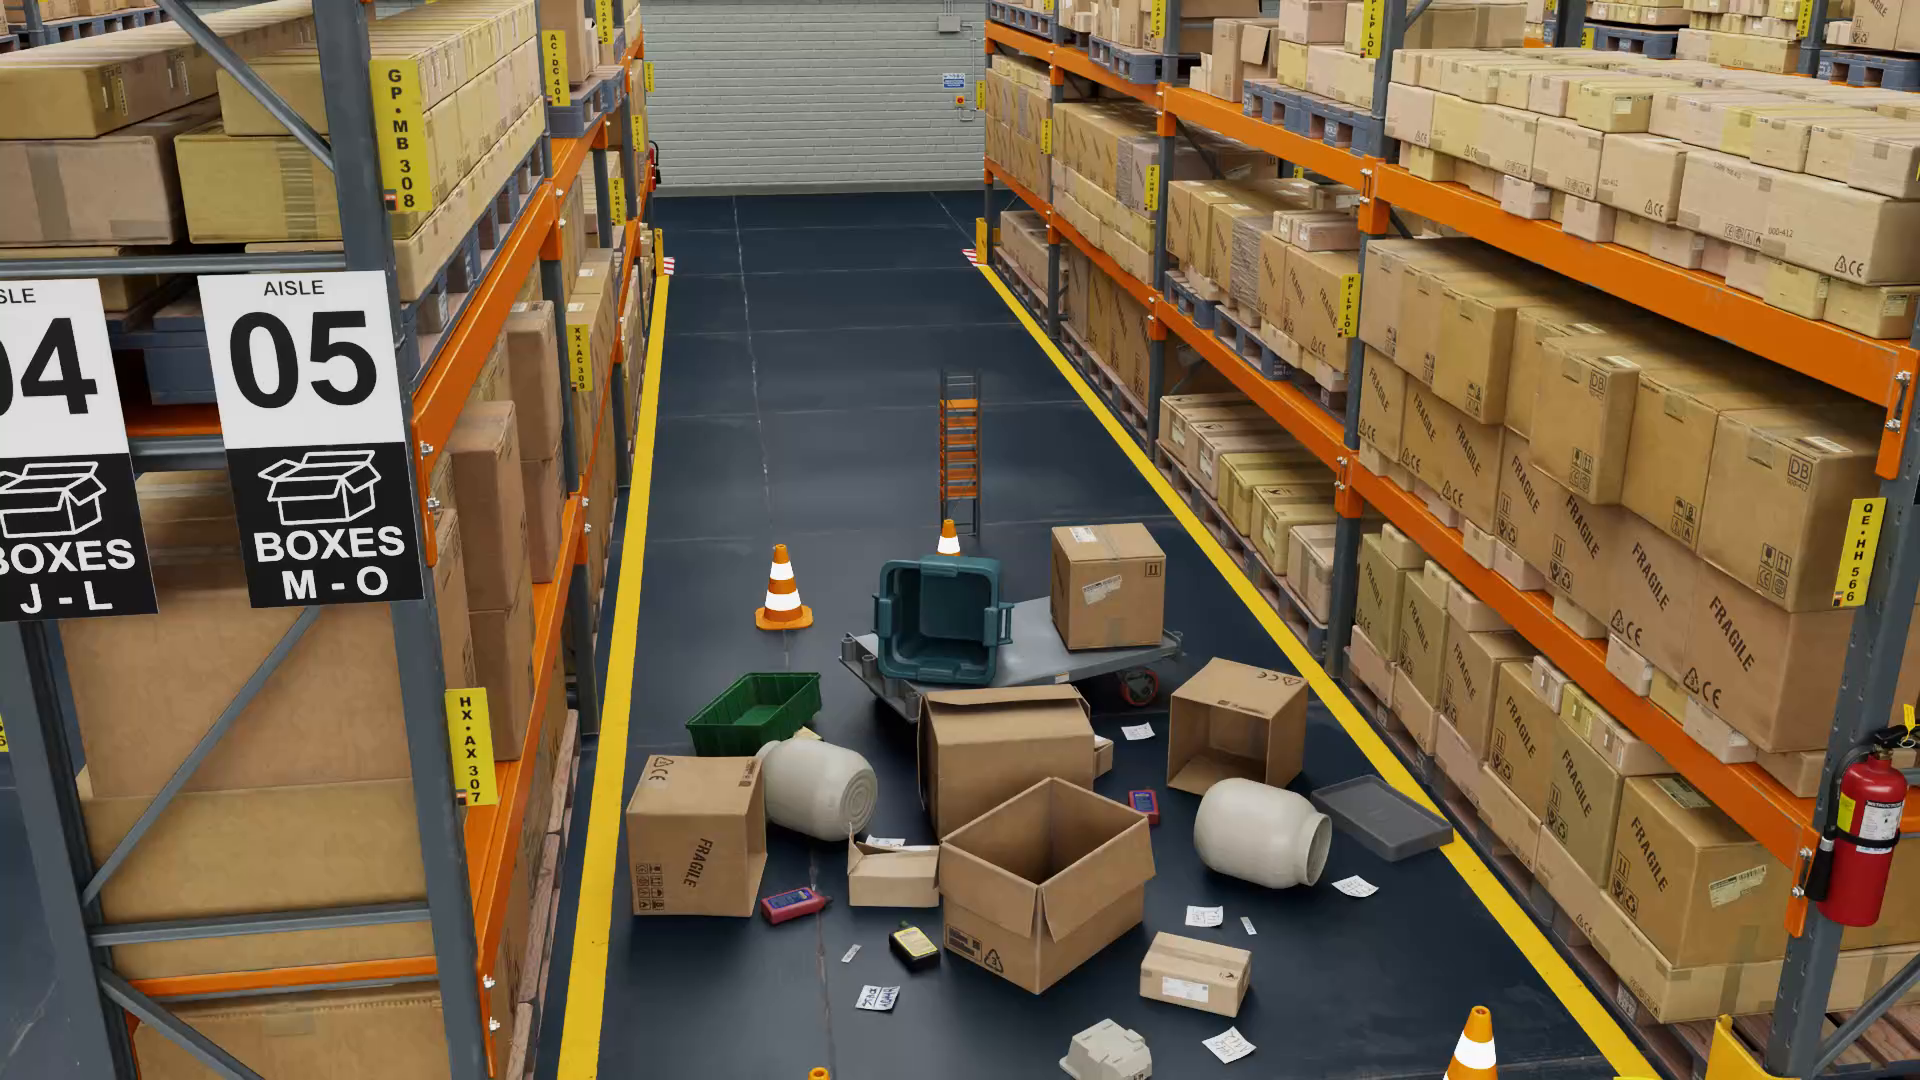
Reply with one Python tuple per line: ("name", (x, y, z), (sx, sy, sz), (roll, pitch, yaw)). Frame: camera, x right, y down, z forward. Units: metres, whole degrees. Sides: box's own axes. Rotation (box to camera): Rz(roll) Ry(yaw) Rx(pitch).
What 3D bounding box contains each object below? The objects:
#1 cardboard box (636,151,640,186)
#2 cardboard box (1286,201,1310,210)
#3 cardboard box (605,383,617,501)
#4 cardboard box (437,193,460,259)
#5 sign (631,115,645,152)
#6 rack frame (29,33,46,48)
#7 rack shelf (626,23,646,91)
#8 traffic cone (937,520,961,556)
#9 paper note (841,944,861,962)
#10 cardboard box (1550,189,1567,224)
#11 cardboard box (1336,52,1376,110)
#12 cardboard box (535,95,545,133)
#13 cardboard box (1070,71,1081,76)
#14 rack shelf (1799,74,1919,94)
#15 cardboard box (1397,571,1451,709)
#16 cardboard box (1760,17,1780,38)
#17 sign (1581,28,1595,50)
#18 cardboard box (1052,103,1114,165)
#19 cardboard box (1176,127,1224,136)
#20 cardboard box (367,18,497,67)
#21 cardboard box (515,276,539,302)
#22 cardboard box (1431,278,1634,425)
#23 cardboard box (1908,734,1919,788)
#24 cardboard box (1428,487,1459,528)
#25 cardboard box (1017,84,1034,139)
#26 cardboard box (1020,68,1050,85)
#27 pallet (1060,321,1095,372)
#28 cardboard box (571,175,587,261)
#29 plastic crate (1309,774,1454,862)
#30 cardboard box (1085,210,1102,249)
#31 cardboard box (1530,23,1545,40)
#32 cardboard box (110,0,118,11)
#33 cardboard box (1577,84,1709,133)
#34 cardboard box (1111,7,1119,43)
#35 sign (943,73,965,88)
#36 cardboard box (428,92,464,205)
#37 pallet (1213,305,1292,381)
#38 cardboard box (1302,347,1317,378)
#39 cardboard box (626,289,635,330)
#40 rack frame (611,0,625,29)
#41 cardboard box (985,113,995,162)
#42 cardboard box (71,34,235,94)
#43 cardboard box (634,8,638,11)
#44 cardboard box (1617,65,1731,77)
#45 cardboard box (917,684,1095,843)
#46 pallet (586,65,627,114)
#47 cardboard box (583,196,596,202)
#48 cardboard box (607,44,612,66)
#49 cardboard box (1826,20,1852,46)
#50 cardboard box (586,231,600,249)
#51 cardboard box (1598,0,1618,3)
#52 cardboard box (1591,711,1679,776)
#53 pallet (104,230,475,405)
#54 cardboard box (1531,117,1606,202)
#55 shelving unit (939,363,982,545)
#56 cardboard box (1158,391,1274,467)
("cardboard box", (-3.408, -3.705, 16.282), (0.500, 0.500, 0.500), (-3, 21, -8))
("cardboard box", (2.453, -1.950, 10.982), (0.500, 0.500, 0.500), (-4, 21, -11))
("cardboard box", (-2.932, -0.707, 11.436), (1.050, 0.750, 0.750), (-3, 21, -8))
("cardboard box", (-1.583, -0.850, 4.534), (0.380, 0.149, 0.250), (-3, 21, -8))
("sign", (-2.959, -3.736, 15.276), (0.100, 0.325, 0.005), (-3, 21, -8))
("rack frame", (-8.430, -2.949, 14.825), (1.000, 3.000, 0.127), (-3, 21, -8))
("rack shelf", (-3.796, -4.925, 16.856), (1.077, 0.370, 4.000), (-3, 21, -8))
("traffic cone", (-0.066, 0.101, 10.285), (0.336, 0.463, 0.334), (-3, 21, -8))
("paper note", (-0.440, 1.672, 6.725), (0.032, 0.001, 0.123), (8, 22, 20))
("cardboard box", (2.553, -1.311, 6.512), (0.380, 0.149, 0.250), (-3, 21, -7))
("cardboard box", (2.302, -2.406, 8.697), (0.500, 0.250, 0.500), (-3, 21, -9))
("cardboard box", (-1.985, -1.815, 7.118), (0.380, 0.149, 0.250), (-3, 21, -8))
("cardboard box", (1.354, -4.830, 17.362), (0.380, 0.149, 0.250), (-3, 21, -8))
("rack shelf", (7.152, -2.691, 10.876), (1.077, 0.370, 4.000), (-3, 21, -8))
("cardboard box", (2.436, 0.464, 7.945), (0.500, 0.500, 0.500), (-2, 21, -6))
("cardboard box", (6.557, -4.039, 13.099), (0.380, 0.149, 0.250), (-3, 21, -9))
("sign", (3.065, -2.356, 8.212), (0.100, 0.325, 0.005), (-3, 21, -8))
("cardboard box", (1.155, -3.797, 15.524), (0.500, 0.500, 0.500), (-3, 21, -7))
("cardboard box", (1.983, -3.113, 13.693), (0.500, 0.500, 0.500), (-2, 21, -6))
("cardboard box", (-1.767, -1.663, 5.570), (0.380, 0.149, 0.250), (-3, 21, -7))
("cardboard box", (-2.335, -0.841, 7.423), (0.875, 0.550, 0.550), (-3, 21, -8))
("cardboard box", (2.476, -0.817, 7.120), (0.700, 0.500, 0.500), (-3, 21, -9))
("cardboard box", (3.262, 0.696, 5.426), (0.380, 0.149, 0.250), (-3, 21, -8))
("cardboard box", (2.415, -0.173, 7.752), (0.380, 0.149, 0.250), (-2, 21, -6))
("cardboard box", (0.887, -4.465, 17.313), (0.500, 0.500, 0.500), (-3, 21, -7))
("cardboard box", (0.845, -4.889, 17.519), (0.380, 0.149, 0.250), (-3, 21, -8))
("pallet", (1.562, -1.879, 15.946), (1.003, 0.211, 1.213), (-3, 21, -8))
("cardboard box", (-2.876, -2.139, 11.083), (0.700, 0.500, 0.500), (-3, 21, -8))
("plastic crate", (1.944, 1.274, 7.692), (0.402, 0.080, 0.583), (-11, 23, -26))
("cardboard box", (1.375, -2.682, 14.324), (0.500, 0.250, 0.500), (-3, 21, -9))
("cardboard box", (5.943, -5.097, 16.649), (0.380, 0.149, 0.250), (-3, 21, -8))
("cardboard box", (-8.795, -5.475, 16.414), (0.700, 0.500, 0.500), (-4, 21, -11))
("cardboard box", (2.511, -1.587, 6.109), (0.380, 0.149, 0.250), (-2, 21, -6))
("cardboard box", (1.408, -4.062, 13.110), (0.396, 0.266, 0.258), (-3, 21, -9))
("sign", (-0.093, -6.930, 25.098), (0.327, 0.218, 0.001), (-3, 21, -8))
("cardboard box", (-1.668, -1.083, 4.588), (0.500, 0.250, 0.500), (-3, 21, -8))
("pallet", (2.279, -1.291, 10.659), (1.003, 0.211, 1.213), (-3, 21, -8))
("cardboard box", (2.161, -1.014, 9.404), (0.380, 0.149, 0.250), (-4, 21, -9))
("cardboard box", (-2.999, -1.935, 14.011), (0.500, 0.250, 0.500), (-4, 21, -10))
("rack frame", (-3.508, -5.975, 14.351), (1.000, 3.000, 0.127), (-3, 21, -8))
("cardboard box", (0.585, -4.700, 19.370), (0.500, 0.500, 0.500), (-3, 21, -8))
("cardboard box", (-2.307, -1.365, 4.772), (0.380, 0.149, 0.250), (-3, 21, -8))
("cardboard box", (-3.618, -5.391, 17.291), (0.500, 0.250, 0.500), (-2, 21, -5))
("cardboard box", (2.957, -1.881, 6.898), (0.380, 0.149, 0.250), (-3, 21, -9))
("cardboard box", (0.205, 1.008, 7.604), (0.797, 0.637, 0.503), (-3, 21, -8))
("pallet", (-2.786, -2.876, 10.611), (1.213, 0.211, 1.003), (-2, 21, -5))
("cardboard box", (-2.878, -2.485, 12.490), (0.380, 0.149, 0.250), (-3, 21, -8))
("cardboard box", (-2.829, -3.615, 12.178), (0.500, 0.500, 0.500), (-3, 21, -8))
("cardboard box", (6.614, -3.719, 12.189), (0.380, 0.166, 0.250), (-3, 21, -8))
("cardboard box", (-2.802, -2.175, 12.086), (0.380, 0.149, 0.250), (-2, 21, -5))
("cardboard box", (6.063, -4.979, 15.163), (0.380, 0.149, 0.250), (-3, 21, -9))
("cardboard box", (2.613, 0.754, 6.240), (0.380, 0.149, 0.250), (-2, 21, -6))
("pallet", (-1.895, -0.629, 4.454), (1.003, 0.211, 1.213), (-3, 21, -8))
("cardboard box", (2.540, -1.460, 6.341), (0.500, 0.250, 0.500), (-3, 21, -7))
("shelving unit", (0.002, -0.557, 10.993), (0.258, 1.200, 0.189), (-3, 21, -8))
("cardboard box", (2.024, -0.833, 12.316), (0.950, 0.372, 0.625), (-4, 21, -11))
